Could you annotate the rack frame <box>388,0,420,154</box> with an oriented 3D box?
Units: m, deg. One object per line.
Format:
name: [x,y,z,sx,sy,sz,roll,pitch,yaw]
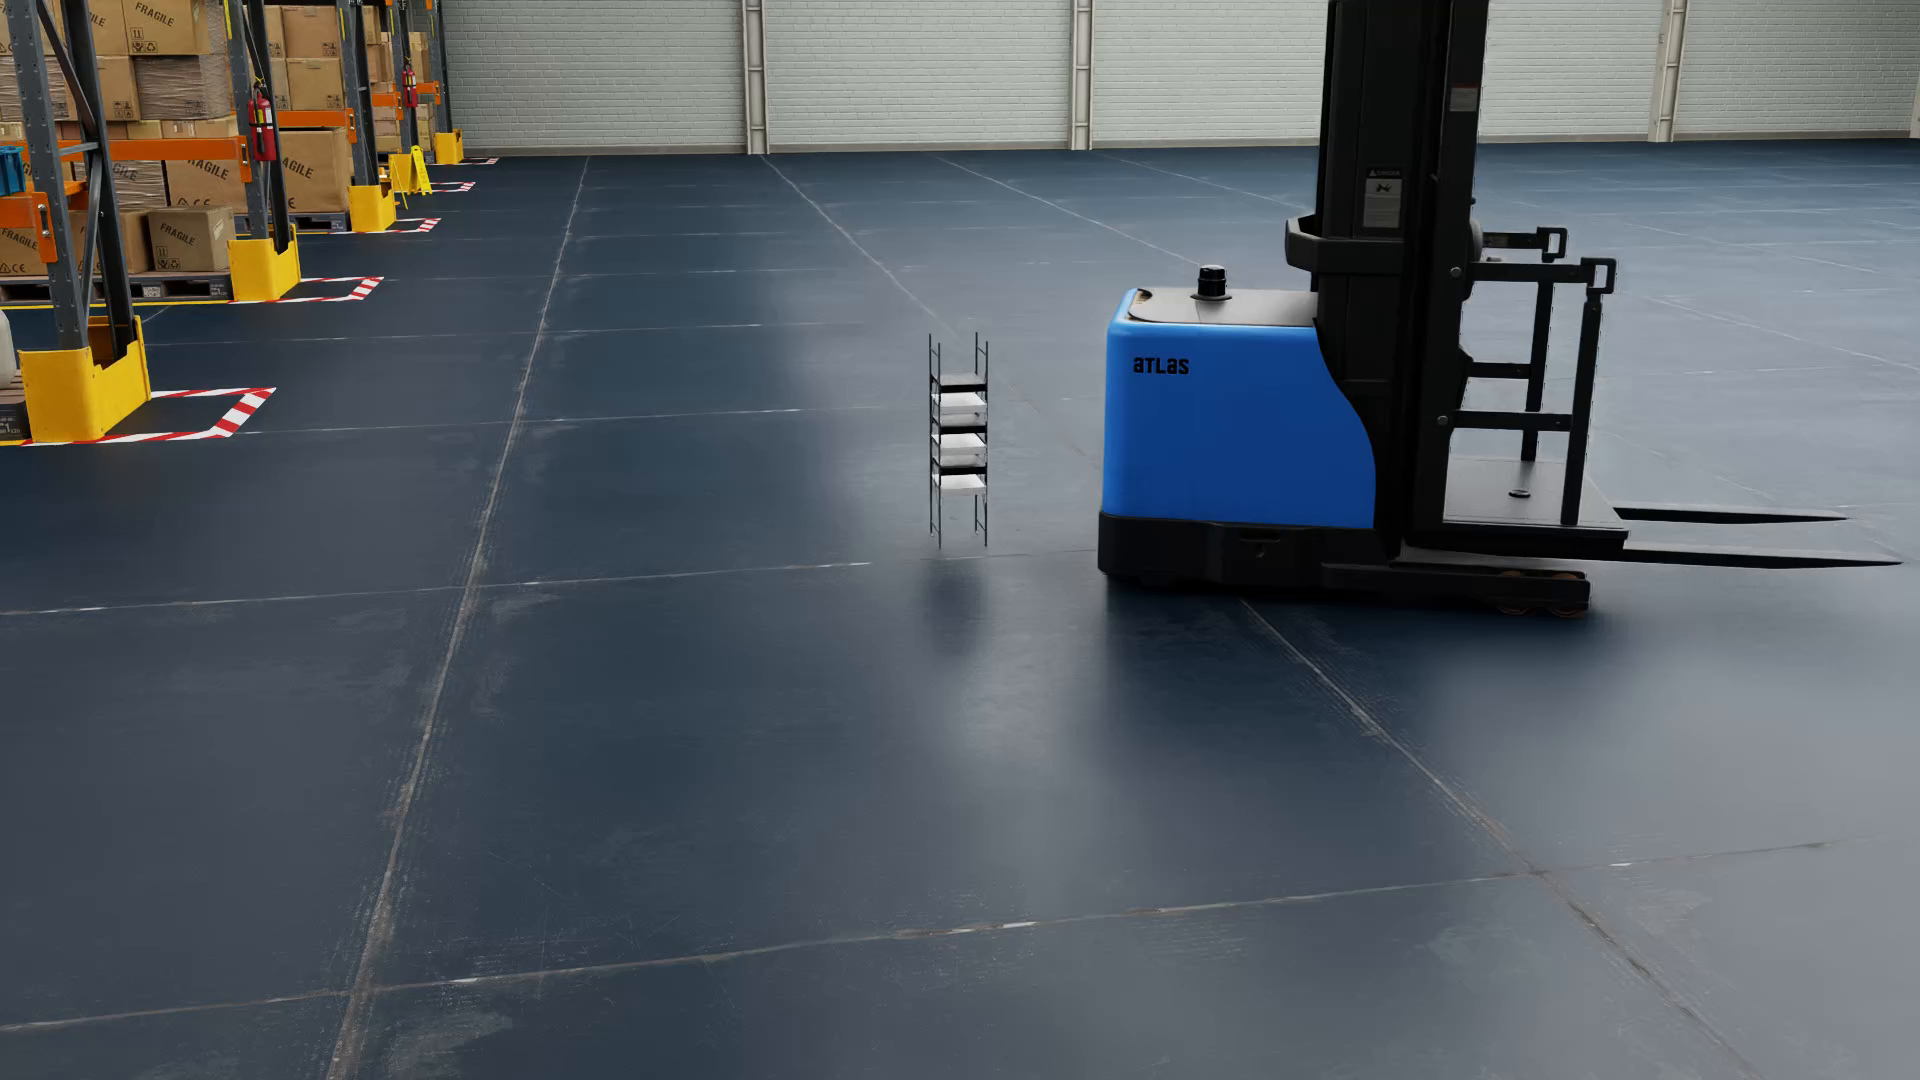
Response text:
rack frame: [-7.740,-6.436,23.156,0.127,3.000,1.000,-3,17,-10]

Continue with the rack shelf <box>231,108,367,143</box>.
rack shelf: [-8.665,-4.559,18.271,4.000,0.370,1.077,-3,17,-10]

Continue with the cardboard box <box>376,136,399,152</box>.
cardboard box: [-9.577,-6.610,27.693,0.500,0.250,0.500,-3,17,-10]

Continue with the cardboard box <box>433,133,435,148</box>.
cardboard box: [-9.204,-6.782,28.251,0.500,0.250,0.500,-3,17,-10]

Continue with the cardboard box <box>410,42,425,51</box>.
cardboard box: [-8.972,-8.124,27.378,0.250,0.149,0.380,-3,17,-10]

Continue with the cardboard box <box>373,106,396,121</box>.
cardboard box: [-9.578,-7.085,27.535,0.500,0.250,0.500,-3,17,-9]

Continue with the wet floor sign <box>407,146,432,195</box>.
wet floor sign: [-7.350,-5.012,22.532,0.232,0.644,0.267,3,17,9]

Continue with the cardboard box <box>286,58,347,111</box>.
cardboard box: [-7.057,-5.052,18.397,0.550,0.550,0.875,-3,17,-10]

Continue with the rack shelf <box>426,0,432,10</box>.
rack shelf: [-10.649,-8.845,27.117,4.000,0.370,1.077,-3,17,-10]

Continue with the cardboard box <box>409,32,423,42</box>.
cardboard box: [-8.997,-8.286,27.398,0.250,0.149,0.380,-3,17,-10]

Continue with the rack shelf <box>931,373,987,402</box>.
rack shelf: [-0.008,-0.656,7.109,0.200,0.077,0.258,-3,17,-10]

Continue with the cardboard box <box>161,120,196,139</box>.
cardboard box: [-6.346,-3.370,13.601,0.250,0.149,0.380,-3,17,-10]

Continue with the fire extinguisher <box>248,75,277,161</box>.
fire extinguisher: [-5.660,-3.415,13.454,0.183,0.674,0.296,-3,17,-10]

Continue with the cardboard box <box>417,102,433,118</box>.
cardboard box: [-9.193,-7.258,28.100,0.500,0.250,0.500,-4,17,-11]

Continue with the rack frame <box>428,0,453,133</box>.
rack frame: [-8.685,-7.866,27.814,0.127,3.000,1.000,-3,17,-10]

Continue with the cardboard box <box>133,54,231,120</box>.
cardboard box: [-6.405,-3.746,13.722,0.500,0.500,0.875,-3,17,-10]

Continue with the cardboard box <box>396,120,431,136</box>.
cardboard box: [-9.104,-6.874,27.701,0.500,0.250,0.500,-3,17,-11]

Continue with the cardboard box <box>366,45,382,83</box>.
cardboard box: [-8.220,-6.516,22.741,0.500,0.500,0.500,-4,17,-11]

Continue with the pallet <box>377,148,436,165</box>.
pallet: [-9.428,-6.479,28.045,1.213,0.211,1.003,-3,17,-10]

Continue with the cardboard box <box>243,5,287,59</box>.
cardboard box: [-7.596,-5.535,18.131,0.550,0.550,0.875,-3,17,-10]

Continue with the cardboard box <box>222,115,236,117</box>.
cardboard box: [-6.185,-3.512,14.064,0.250,0.149,0.380,-3,17,-10]

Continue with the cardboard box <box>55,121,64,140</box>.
cardboard box: [-7.325,-3.309,13.404,0.250,0.149,0.380,-3,17,-10]

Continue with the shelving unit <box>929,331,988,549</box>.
shelving unit: [-0.008,-0.430,7.178,0.210,0.900,0.258,-3,17,-10]

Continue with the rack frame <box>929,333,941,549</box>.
rack frame: [-0.108,-0.424,7.160,0.006,0.900,0.240,-3,17,-10]

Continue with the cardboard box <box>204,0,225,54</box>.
cardboard box: [-6.452,-4.295,13.806,0.500,0.500,0.500,-3,17,-10]

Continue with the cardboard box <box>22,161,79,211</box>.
cardboard box: [-9.998,-3.991,18.102,0.875,0.875,0.875,-3,17,-10]

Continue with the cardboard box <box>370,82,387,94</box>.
cardboard box: [-8.066,-6.233,22.924,0.250,0.149,0.380,-3,17,-9]

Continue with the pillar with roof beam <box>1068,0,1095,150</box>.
pillar with roof beam: [3.059,-10.383,25.788,0.400,9.000,9.100,-3,17,-10]

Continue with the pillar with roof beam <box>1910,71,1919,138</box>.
pillar with roof beam: [20.732,-11.385,29.053,0.400,9.000,9.100,-3,17,-10]

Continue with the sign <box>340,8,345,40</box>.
sign: [-6.612,-5.524,17.812,0.005,0.325,0.100,-3,17,-10]

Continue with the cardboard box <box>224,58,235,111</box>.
cardboard box: [-8.167,-5.020,18.293,0.550,0.550,0.875,-3,17,-10]

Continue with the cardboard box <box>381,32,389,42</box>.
cardboard box: [-9.485,-8.241,27.251,0.250,0.149,0.380,-3,17,-9]

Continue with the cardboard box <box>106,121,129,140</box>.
cardboard box: [-6.830,-3.331,13.477,0.250,0.149,0.380,-3,17,-10]

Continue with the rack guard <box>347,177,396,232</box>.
rack guard: [-6.678,-3.821,18.900,0.348,0.500,1.175,-3,17,-10]

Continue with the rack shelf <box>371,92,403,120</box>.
rack shelf: [-9.703,-5.980,22.899,4.000,0.370,1.077,-3,17,-10]

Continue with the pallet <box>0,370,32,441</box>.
pallet: [-5.785,-0.756,9.415,1.213,0.211,1.003,-3,17,-10]

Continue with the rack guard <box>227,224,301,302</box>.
rack guard: [-5.934,-2.380,14.208,0.348,0.500,1.175,-3,17,-10]

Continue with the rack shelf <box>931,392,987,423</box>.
rack shelf: [-0.008,-0.570,7.135,0.200,0.077,0.258,-3,17,-10]

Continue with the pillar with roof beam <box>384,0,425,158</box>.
pillar with roof beam: [-8.723,-9.714,23.612,0.400,9.000,9.100,-3,17,-10]

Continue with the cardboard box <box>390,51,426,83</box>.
cardboard box: [-9.118,-7.811,27.464,0.500,0.500,0.500,-4,17,-12]

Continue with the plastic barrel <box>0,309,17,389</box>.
plastic barrel: [-5.552,-1.104,9.319,0.421,0.512,0.421,0,17,0]

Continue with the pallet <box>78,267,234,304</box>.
pallet: [-6.739,-2.207,14.136,1.213,0.211,1.003,-3,17,-10]

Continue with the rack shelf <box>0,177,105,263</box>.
rack shelf: [-6.884,-1.696,8.949,4.000,0.370,1.077,-3,17,-10]

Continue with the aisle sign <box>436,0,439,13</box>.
aisle sign: [-8.565,-9.028,27.169,0.004,0.787,0.394,-3,17,-10]

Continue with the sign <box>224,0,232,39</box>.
sign: [-5.774,-4.122,13.114,0.005,0.325,0.100,-3,17,-10]

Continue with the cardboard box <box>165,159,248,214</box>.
cardboard box: [-8.218,-4.093,18.432,0.875,0.875,0.875,-4,17,-11]

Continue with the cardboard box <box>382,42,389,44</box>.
cardboard box: [-9.484,-8.105,27.314,0.250,0.149,0.380,-3,17,-9]

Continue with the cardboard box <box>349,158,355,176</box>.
cardboard box: [-8.506,-5.198,23.095,0.500,0.250,0.500,-3,17,-11]

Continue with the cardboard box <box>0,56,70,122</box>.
cardboard box: [-7.372,-3.668,13.469,0.500,0.500,0.875,-3,17,-10]

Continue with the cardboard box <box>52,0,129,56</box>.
cardboard box: [-6.843,-4.115,13.222,0.500,0.500,0.500,-3,17,-10]

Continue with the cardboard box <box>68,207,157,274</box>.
cardboard box: [-7.057,-2.512,13.922,0.500,0.500,0.500,1,17,4]

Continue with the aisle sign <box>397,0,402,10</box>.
aisle sign: [-7.624,-7.598,22.513,0.004,0.787,0.394,-3,17,-10]

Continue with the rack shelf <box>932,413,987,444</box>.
rack shelf: [-0.008,-0.484,7.162,0.200,0.077,0.258,-3,17,-10]

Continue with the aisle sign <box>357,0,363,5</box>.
aisle sign: [-6.689,-6.347,18.441,0.004,0.787,0.394,-3,17,-10]

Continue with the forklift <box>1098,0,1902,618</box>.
forklift: [2.120,-1.273,6.465,3.031,2.935,1.130,3,17,9]
